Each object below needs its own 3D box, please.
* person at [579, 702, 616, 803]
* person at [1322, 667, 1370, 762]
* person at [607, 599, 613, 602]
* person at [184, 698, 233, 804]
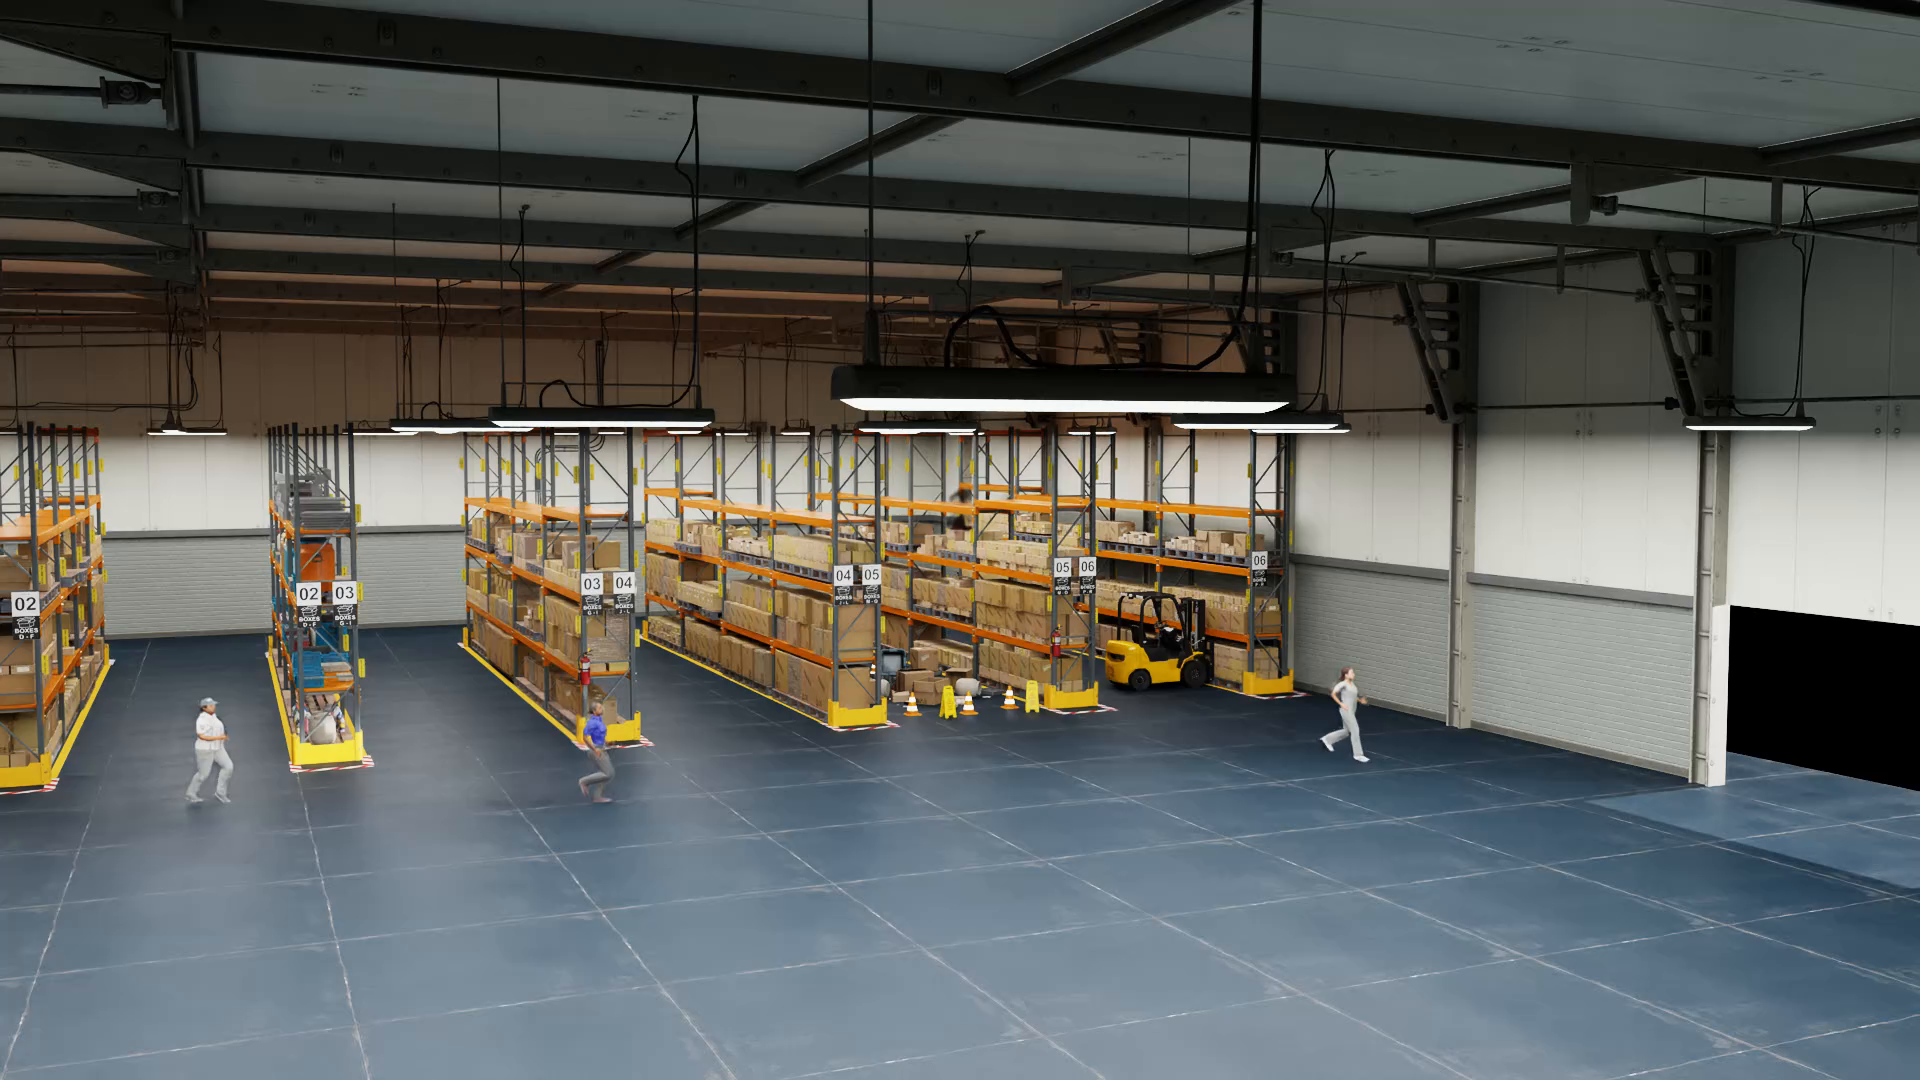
[{"bbox_3d":[-5.687,3.331,26.092,0.551,1.598,0.589,0,3,0],"label":"person"},{"bbox_3d":[6.877,3.082,29.627,0.928,1.675,0.568,2,4,34],"label":"person"},{"bbox_3d":[-10.290,1.984,47.423,0.805,1.728,0.659,0,3,0],"label":"person"},{"bbox_3d":[-11.766,3.318,26.019,0.718,1.717,0.604,0,3,5],"label":"person"}]
